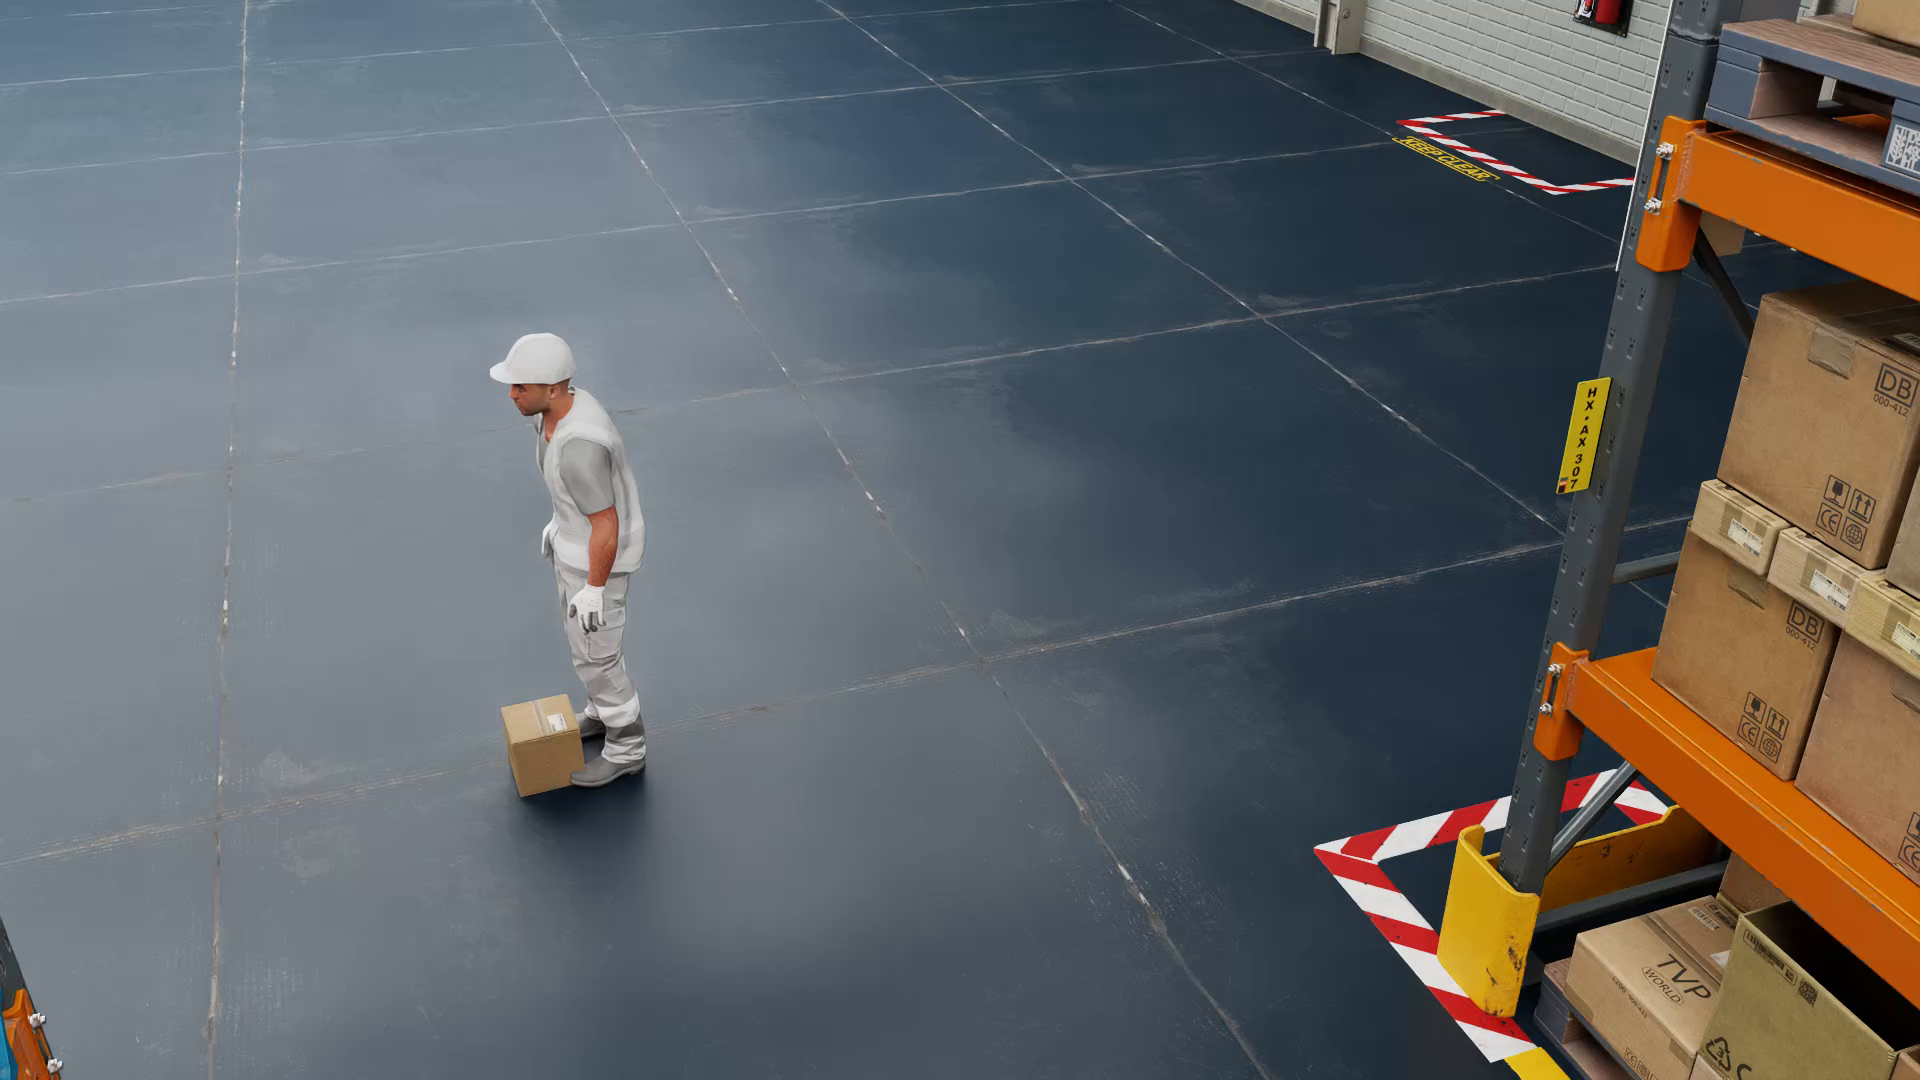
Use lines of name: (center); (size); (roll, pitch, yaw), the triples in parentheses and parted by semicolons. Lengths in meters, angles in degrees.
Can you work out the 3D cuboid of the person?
person: (-1.361, 0.073, 5.983); (0.446, 1.780, 0.623); (-12, 32, -20)
